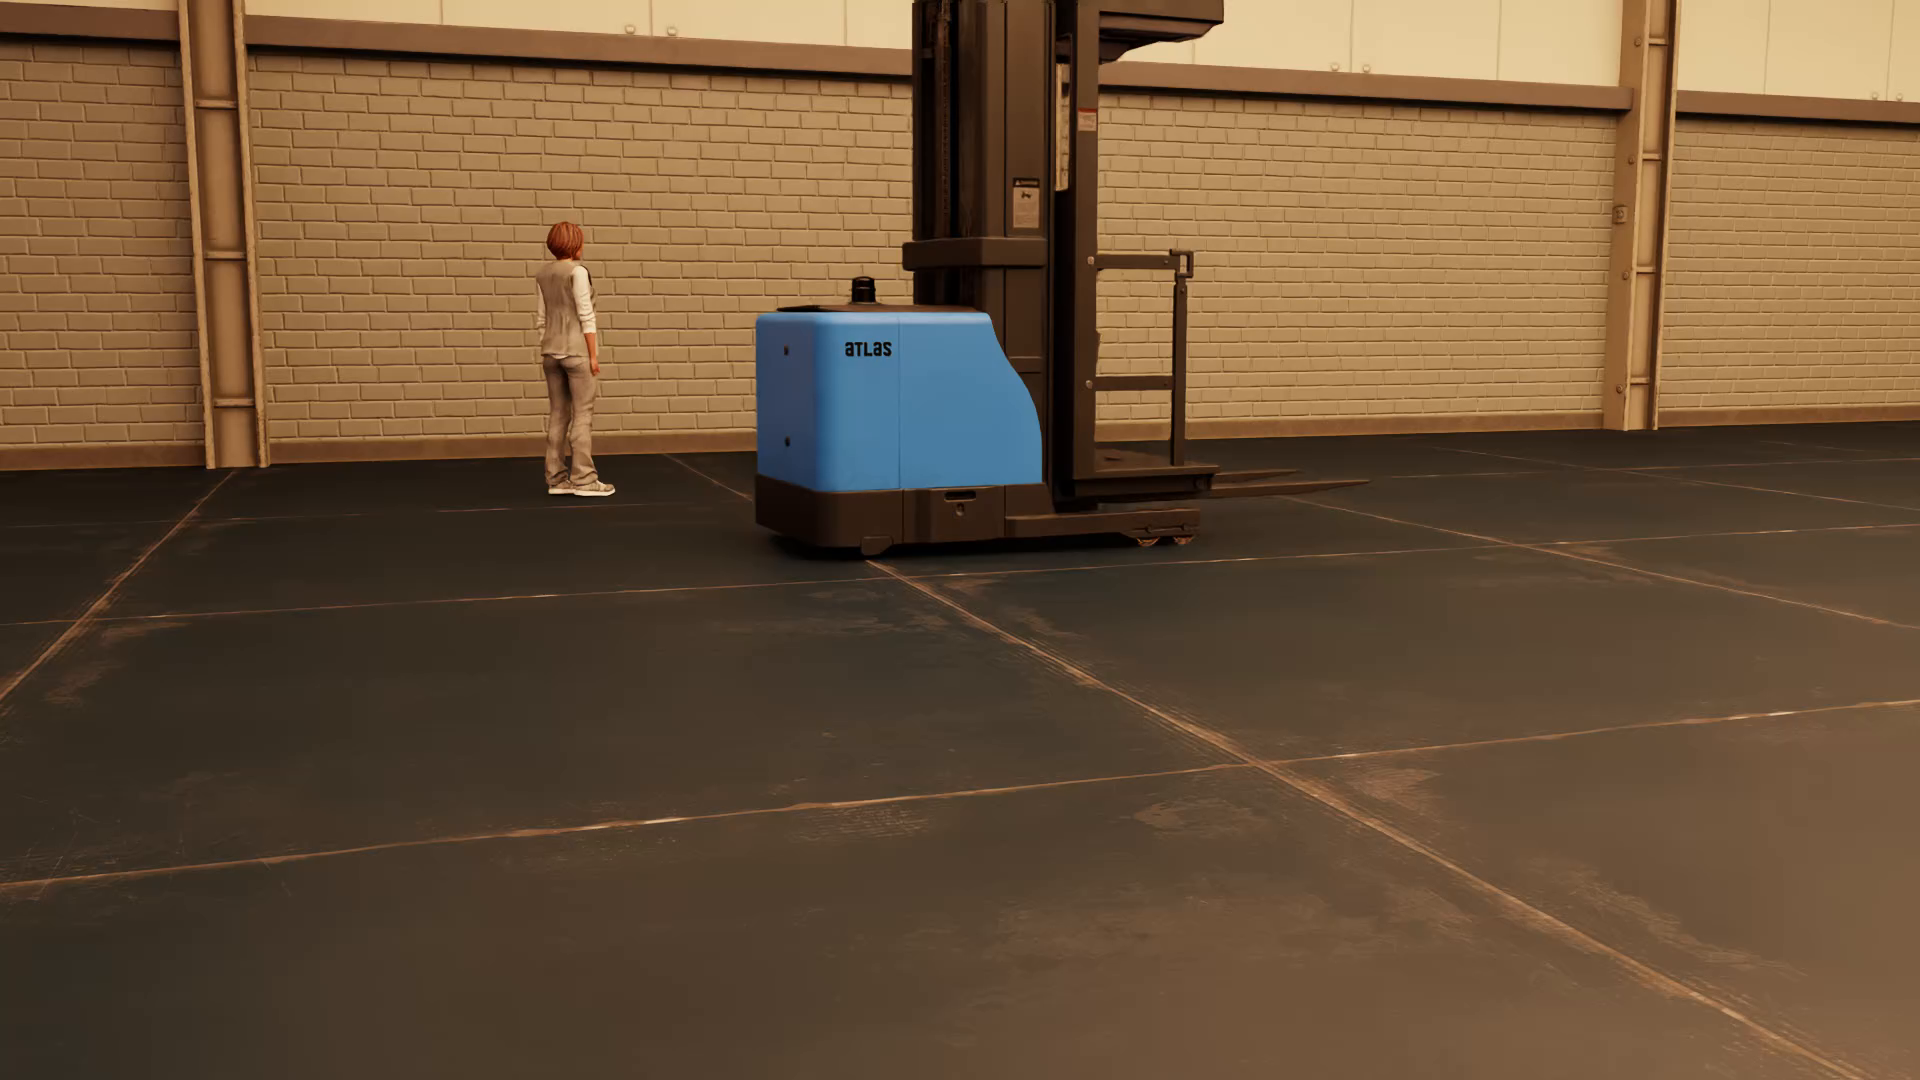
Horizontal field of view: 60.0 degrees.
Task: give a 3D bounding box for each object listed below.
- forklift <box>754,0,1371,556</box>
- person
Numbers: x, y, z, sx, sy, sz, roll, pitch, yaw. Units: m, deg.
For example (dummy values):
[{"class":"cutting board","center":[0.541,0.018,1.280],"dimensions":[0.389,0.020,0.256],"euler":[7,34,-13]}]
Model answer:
[{"class":"forklift","center":[0.578,-1.489,7.999],"dimensions":[3.031,2.935,1.130],"euler":[-3,8,-24]},{"class":"person","center":[-2.286,-1.059,9.777],"dimensions":[0.411,1.604,0.314],"euler":[5,9,31]}]
